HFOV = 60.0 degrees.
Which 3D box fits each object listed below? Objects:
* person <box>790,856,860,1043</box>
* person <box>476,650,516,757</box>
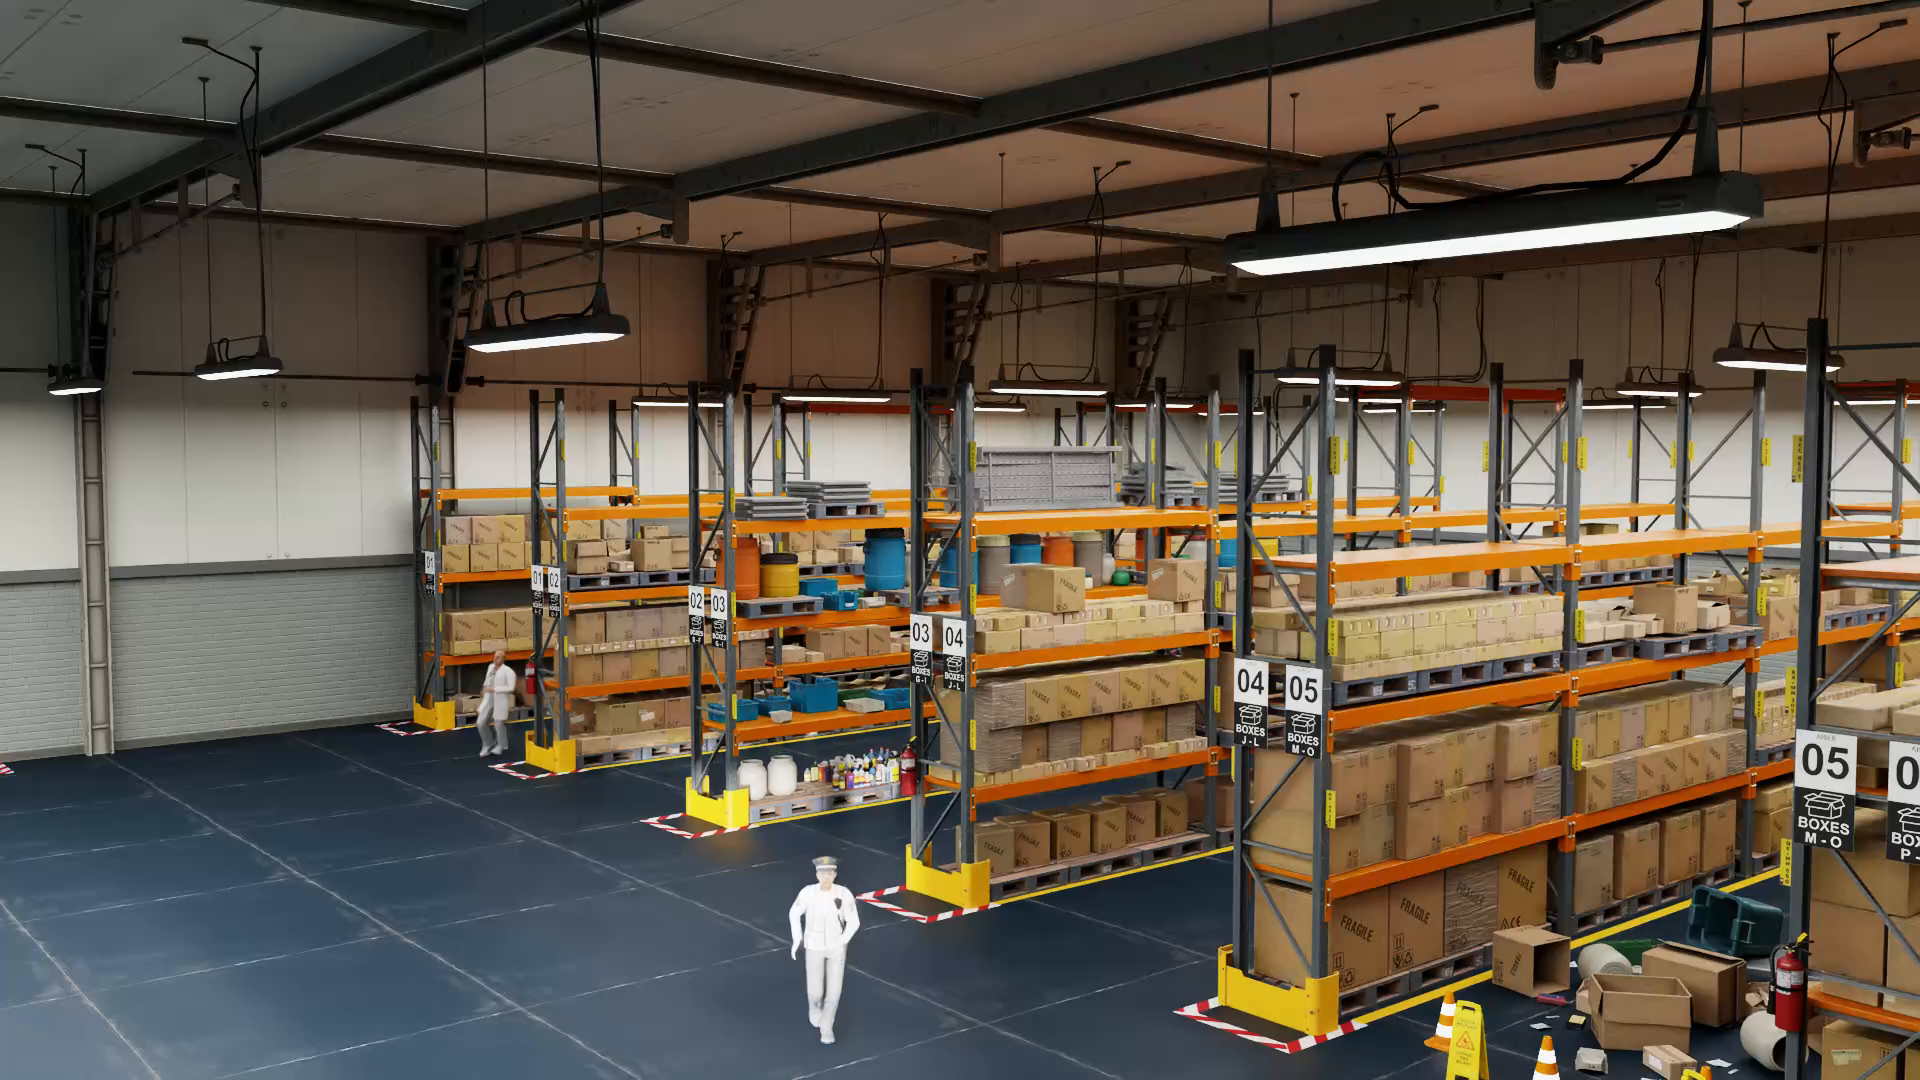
[{"bbox_3d":[-1.159,3.504,14.231,0.603,1.643,0.575,0,3,-5],"label":"person"},{"bbox_3d":[-7.549,2.693,27.297,0.700,1.795,0.722,1,4,19],"label":"person"}]
